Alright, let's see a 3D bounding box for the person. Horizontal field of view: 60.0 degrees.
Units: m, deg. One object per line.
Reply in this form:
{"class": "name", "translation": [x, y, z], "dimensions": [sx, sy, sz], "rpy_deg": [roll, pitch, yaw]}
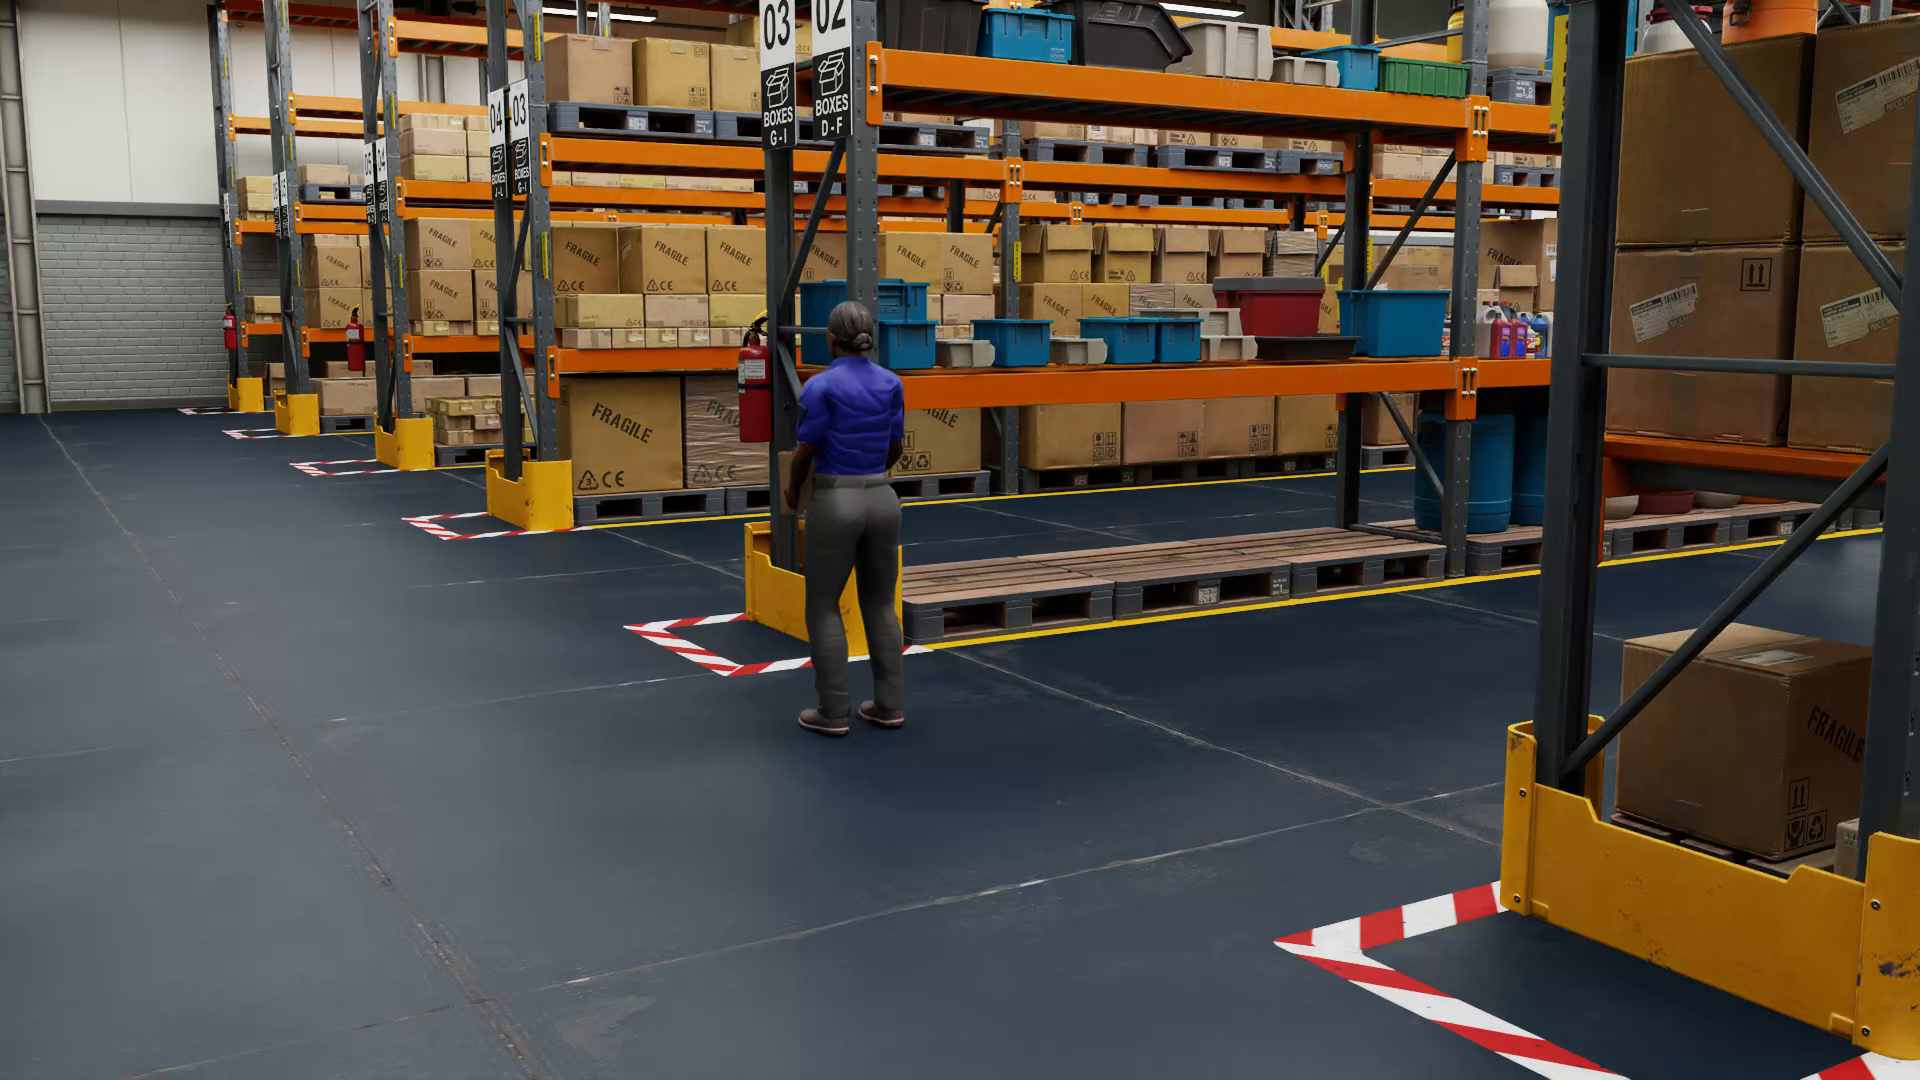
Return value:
{"class": "person", "translation": [-0.463, -0.094, 6.481], "dimensions": [0.470, 1.659, 0.475], "rpy_deg": [-5, 10, -31]}
